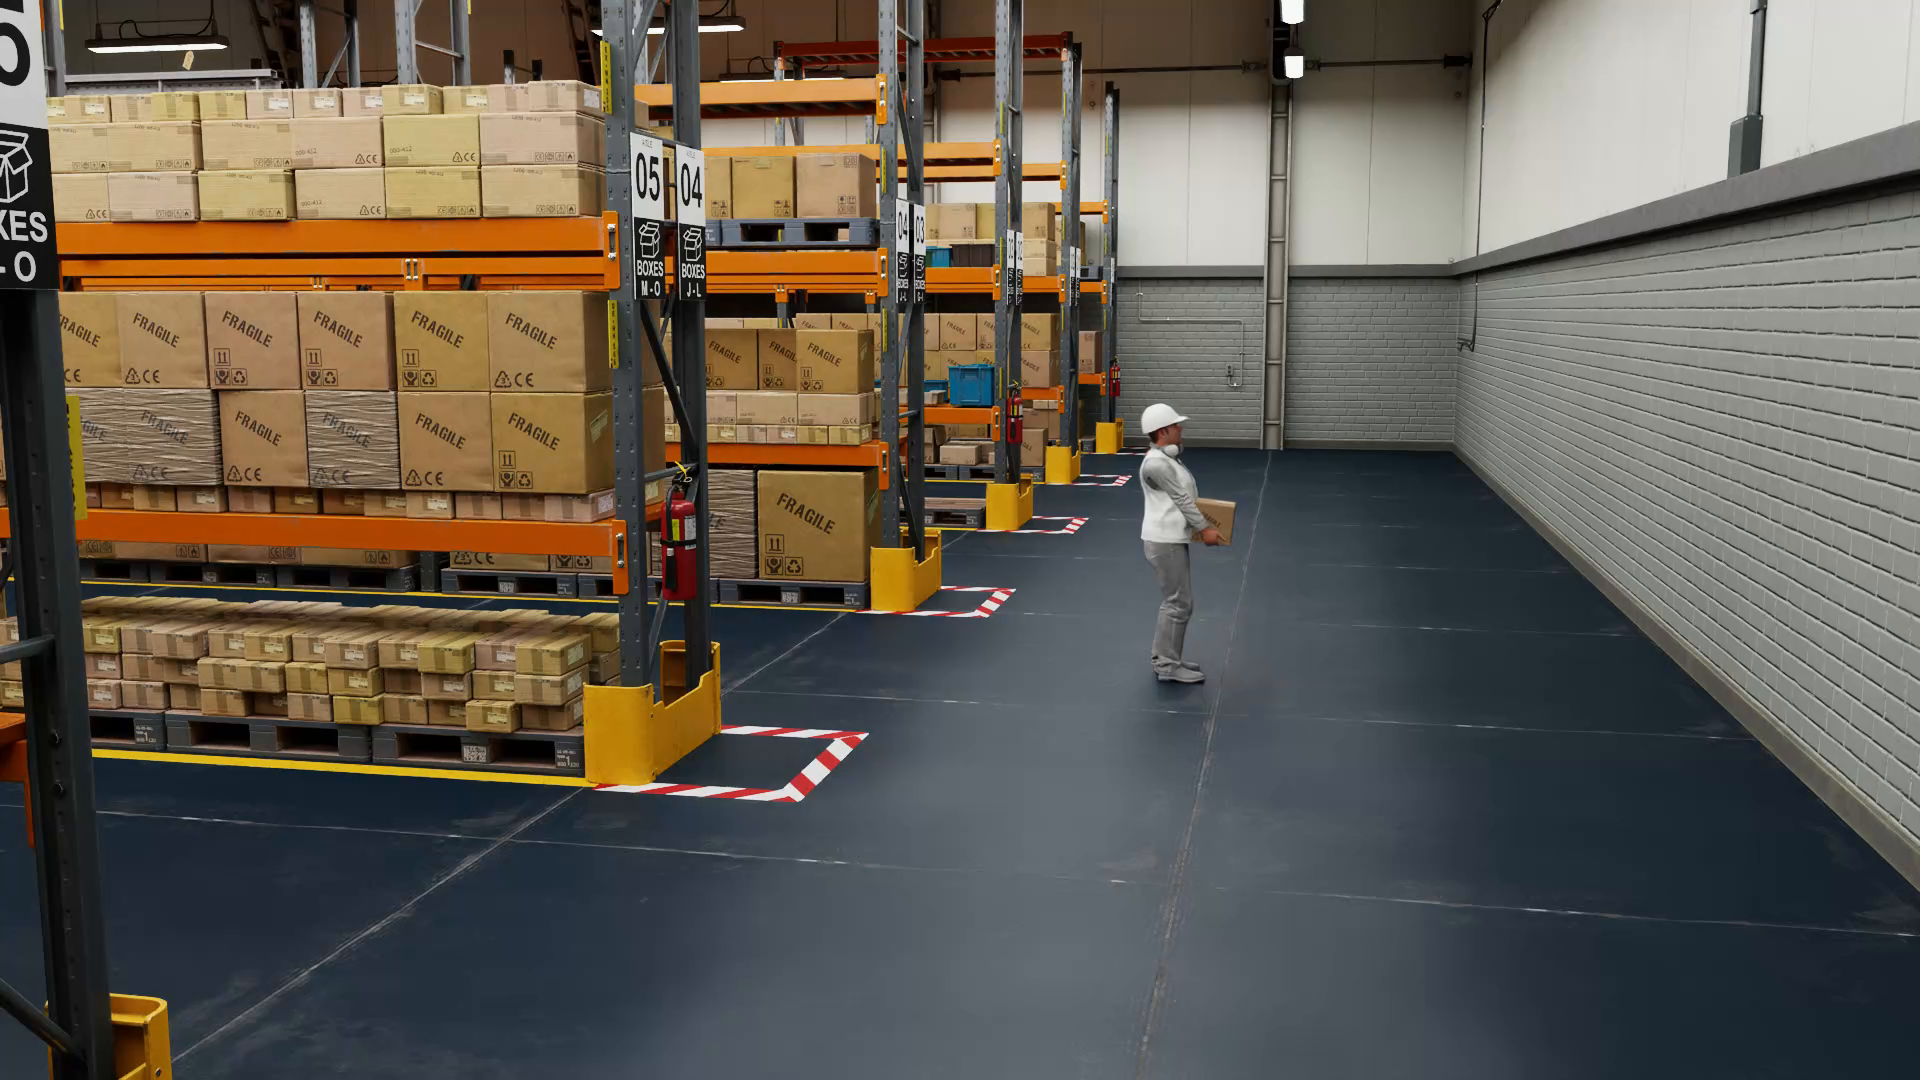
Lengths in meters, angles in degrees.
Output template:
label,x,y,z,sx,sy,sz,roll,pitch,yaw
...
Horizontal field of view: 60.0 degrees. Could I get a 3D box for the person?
label,x,y,z,sx,sy,sz,roll,pitch,yaw
person,1.430,0.013,10.659,0.556,1.762,0.494,2,8,11
